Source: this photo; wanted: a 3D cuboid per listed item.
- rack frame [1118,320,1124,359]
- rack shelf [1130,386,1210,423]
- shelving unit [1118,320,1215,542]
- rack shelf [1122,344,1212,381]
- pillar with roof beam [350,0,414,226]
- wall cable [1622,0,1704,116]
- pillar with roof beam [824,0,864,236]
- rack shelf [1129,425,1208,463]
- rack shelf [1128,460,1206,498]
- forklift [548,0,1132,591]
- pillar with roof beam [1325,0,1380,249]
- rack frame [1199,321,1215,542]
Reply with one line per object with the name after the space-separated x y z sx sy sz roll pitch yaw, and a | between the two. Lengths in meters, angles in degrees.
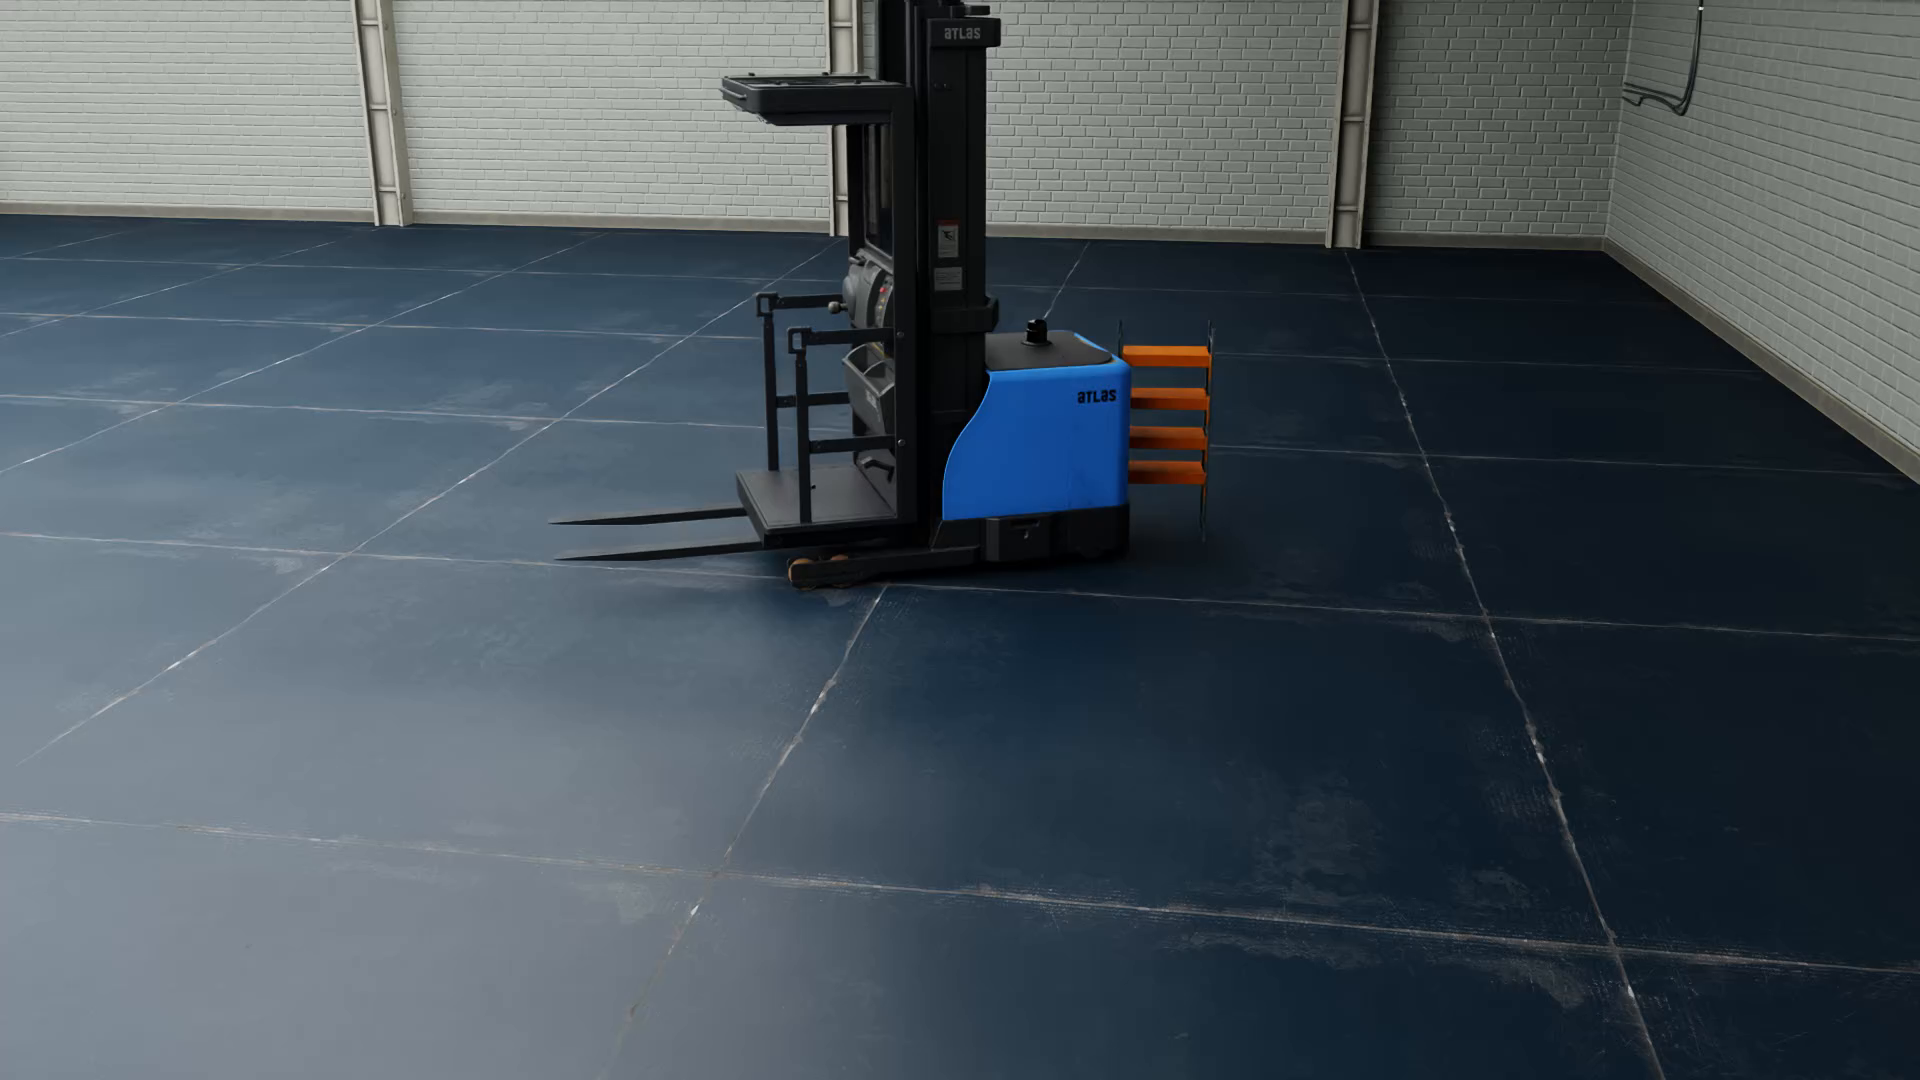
0.878 -0.604 9.218 0.015 1.200 0.240 1 19 3 | rack frame
1.122 -0.748 9.155 0.480 0.148 0.258 1 19 3 | rack shelf
1.122 -0.600 9.205 0.503 1.200 0.258 1 19 3 | shelving unit
1.122 -0.972 9.080 0.480 0.148 0.258 1 19 3 | rack shelf
-7.993 -7.004 16.054 0.400 9.000 9.100 3 19 9 | pillar with roof beam
7.237 -5.714 17.092 0.112 2.526 3.097 3 19 9 | wall cable
-2.069 -6.702 15.152 0.400 9.000 9.100 3 19 9 | pillar with roof beam
1.122 -0.536 9.226 0.480 0.148 0.258 1 19 3 | rack shelf
1.122 -0.348 9.289 0.480 0.148 0.258 1 19 3 | rack shelf
-0.661 -1.313 8.608 3.031 2.935 1.130 -5 19 -15 | forklift
3.855 -6.400 14.249 0.400 9.000 9.100 3 19 9 | pillar with roof beam
1.365 -0.595 9.191 0.015 1.200 0.240 1 19 3 | rack frame
